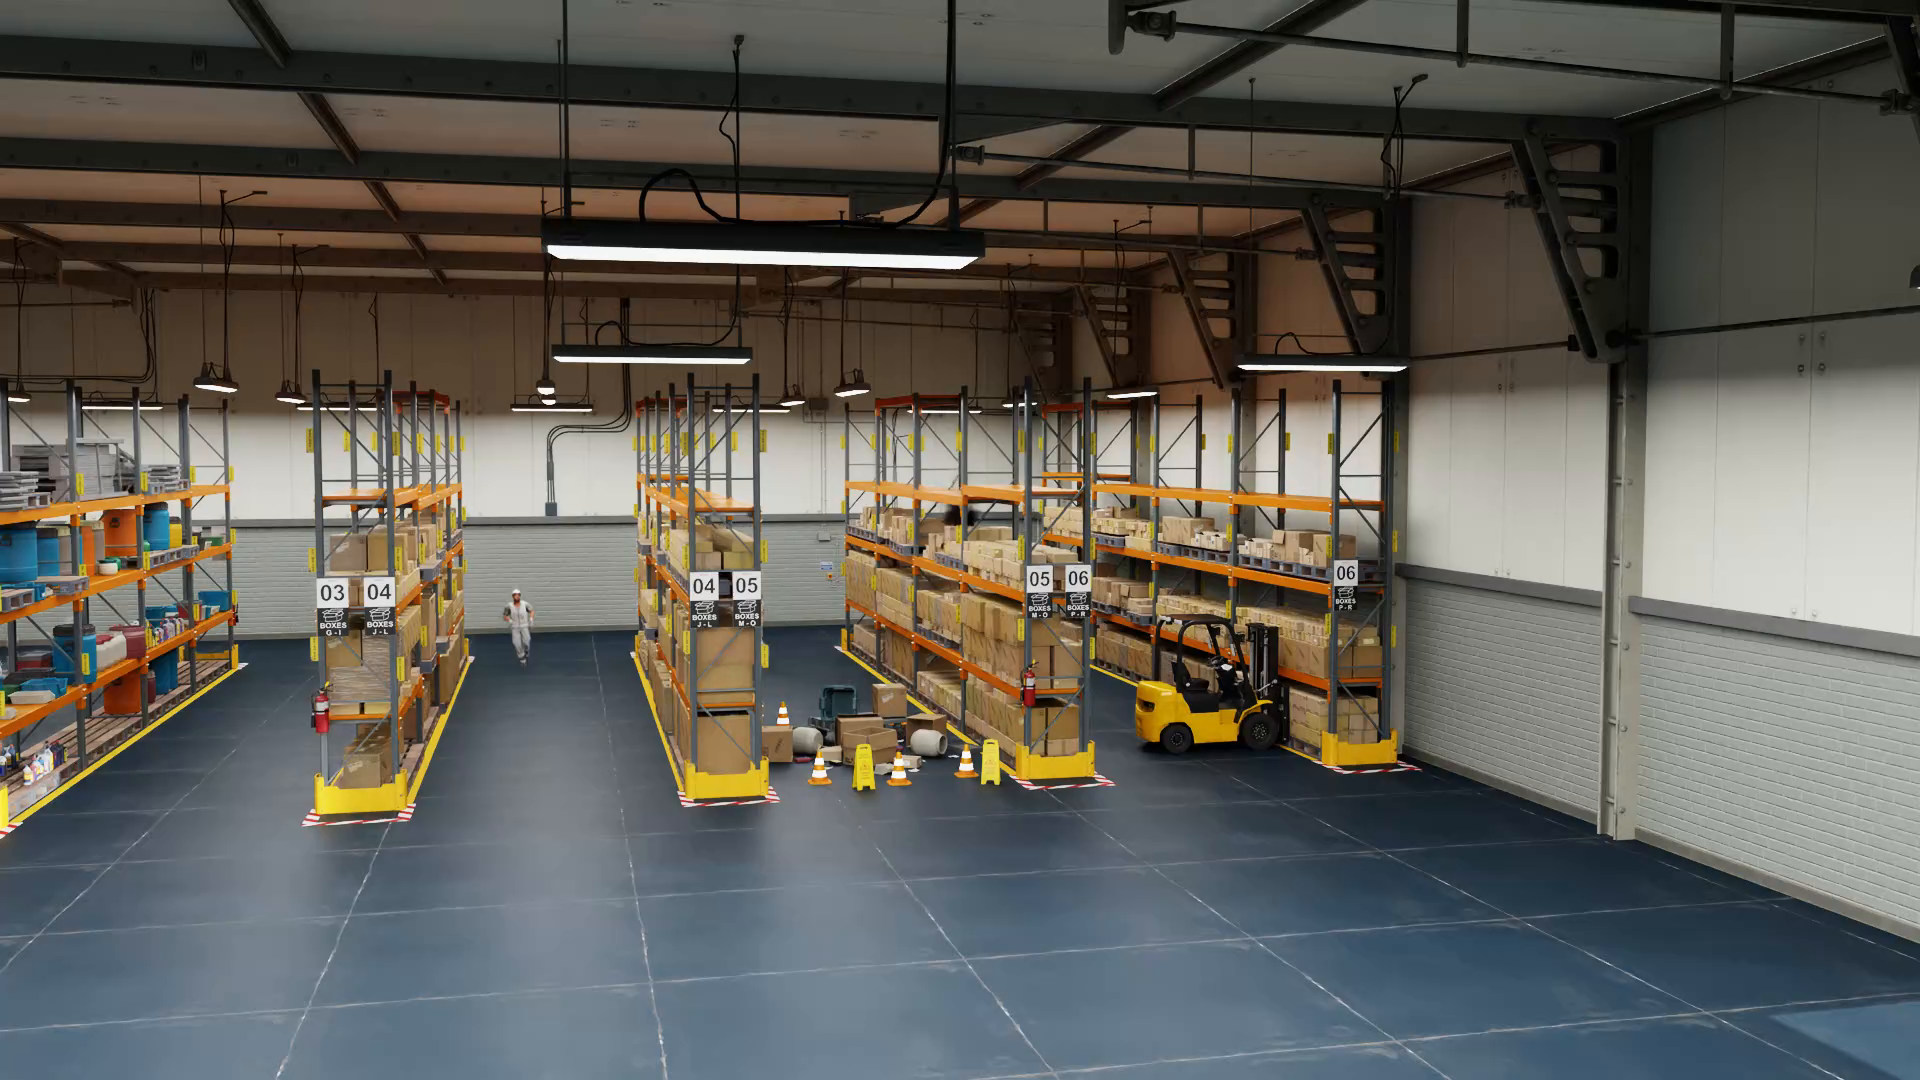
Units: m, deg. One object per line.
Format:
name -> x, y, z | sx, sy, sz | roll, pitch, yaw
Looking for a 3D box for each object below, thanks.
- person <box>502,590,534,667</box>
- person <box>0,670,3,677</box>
person -> -9.876, 1.979, 37.219 | 0.691, 1.736, 0.525 | -1, 3, -18
person -> -15.759, 2.600, 26.732 | 0.730, 1.727, 0.594 | -1, 3, -11
